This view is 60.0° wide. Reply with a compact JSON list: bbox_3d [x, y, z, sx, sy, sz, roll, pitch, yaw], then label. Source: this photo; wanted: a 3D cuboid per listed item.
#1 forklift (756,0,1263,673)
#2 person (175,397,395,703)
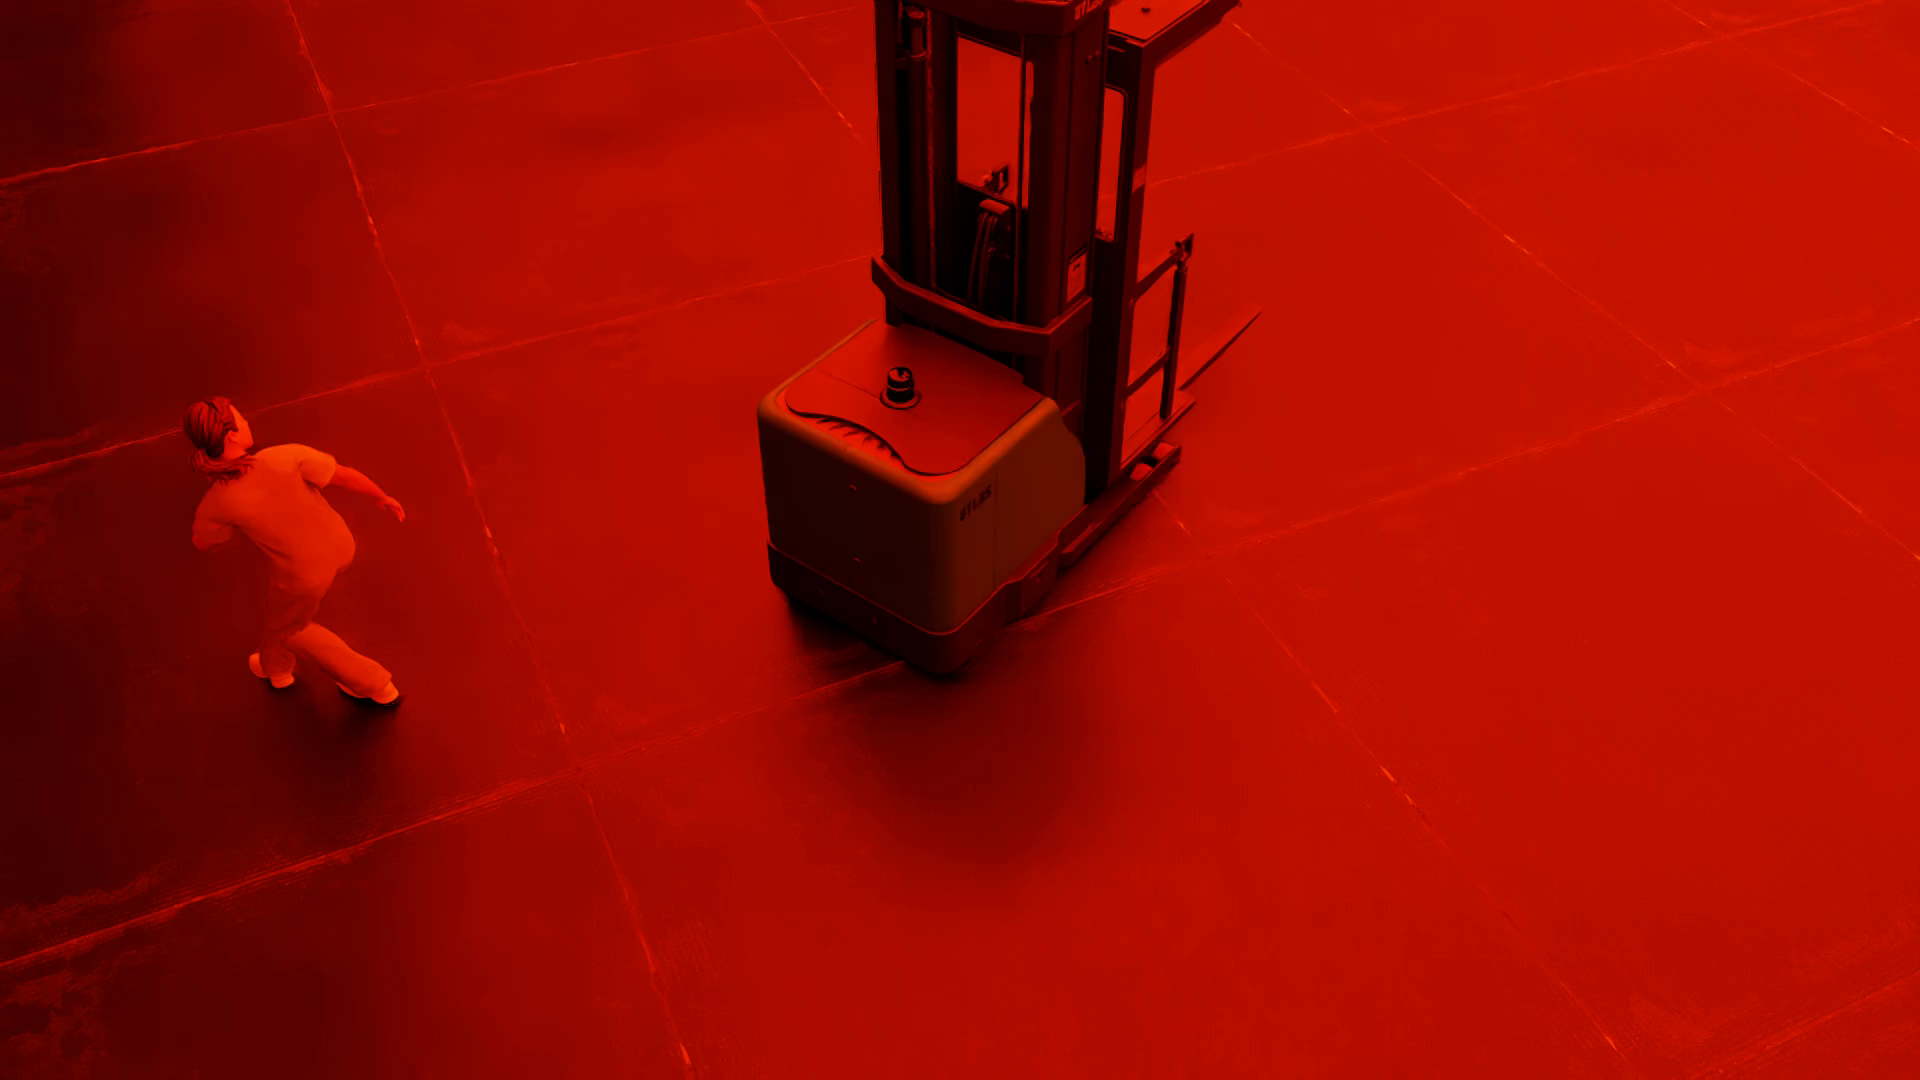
[{"bbox_3d":[0.430,-1.458,7.242,1.130,2.935,3.031,27,50,26],"label":"forklift"},{"bbox_3d":[-2.718,0.002,6.723,0.782,1.546,0.704,24,48,24],"label":"person"}]
